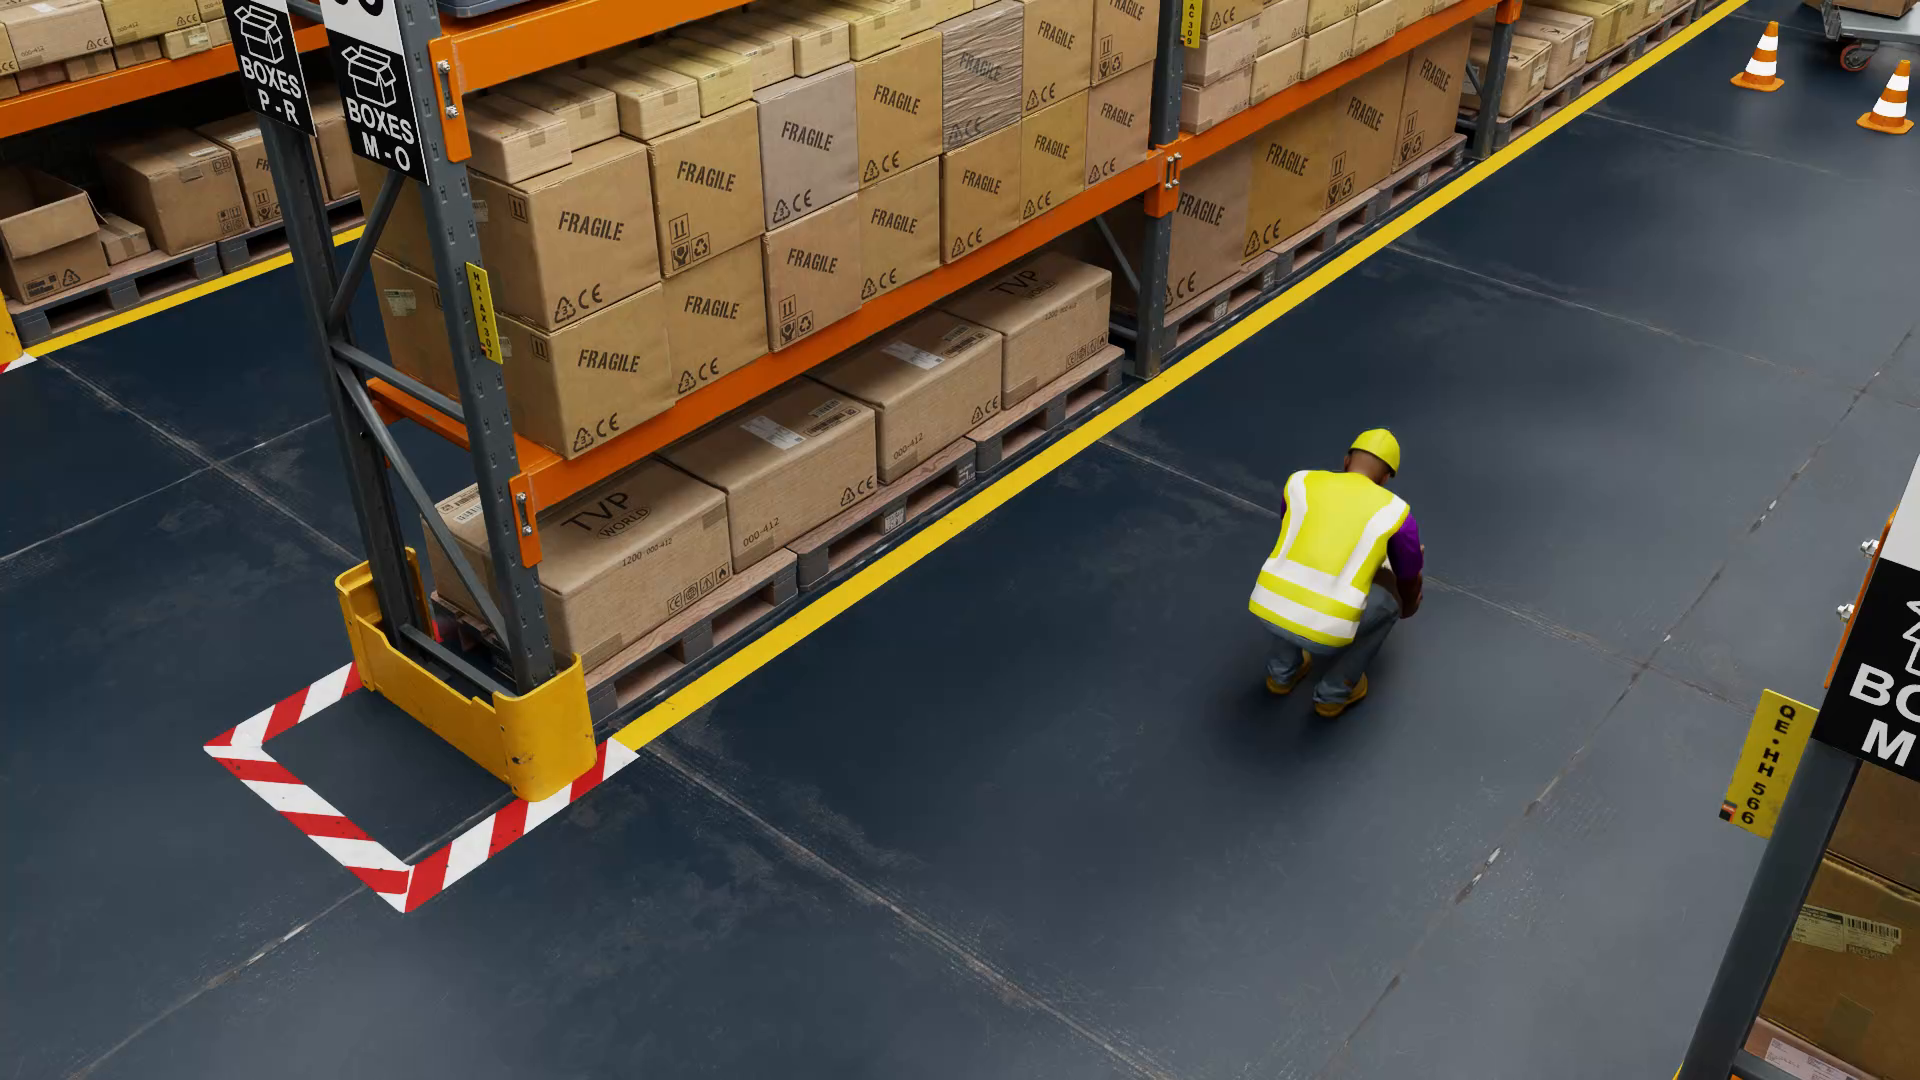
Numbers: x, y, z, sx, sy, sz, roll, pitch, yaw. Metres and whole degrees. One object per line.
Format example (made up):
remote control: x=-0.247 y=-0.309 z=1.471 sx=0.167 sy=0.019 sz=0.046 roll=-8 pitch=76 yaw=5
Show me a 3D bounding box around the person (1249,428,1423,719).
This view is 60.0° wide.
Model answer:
person: x=1.468 y=0.134 z=6.584 sx=0.583 sy=1.026 sz=0.904 roll=25 pitch=42 yaw=32
